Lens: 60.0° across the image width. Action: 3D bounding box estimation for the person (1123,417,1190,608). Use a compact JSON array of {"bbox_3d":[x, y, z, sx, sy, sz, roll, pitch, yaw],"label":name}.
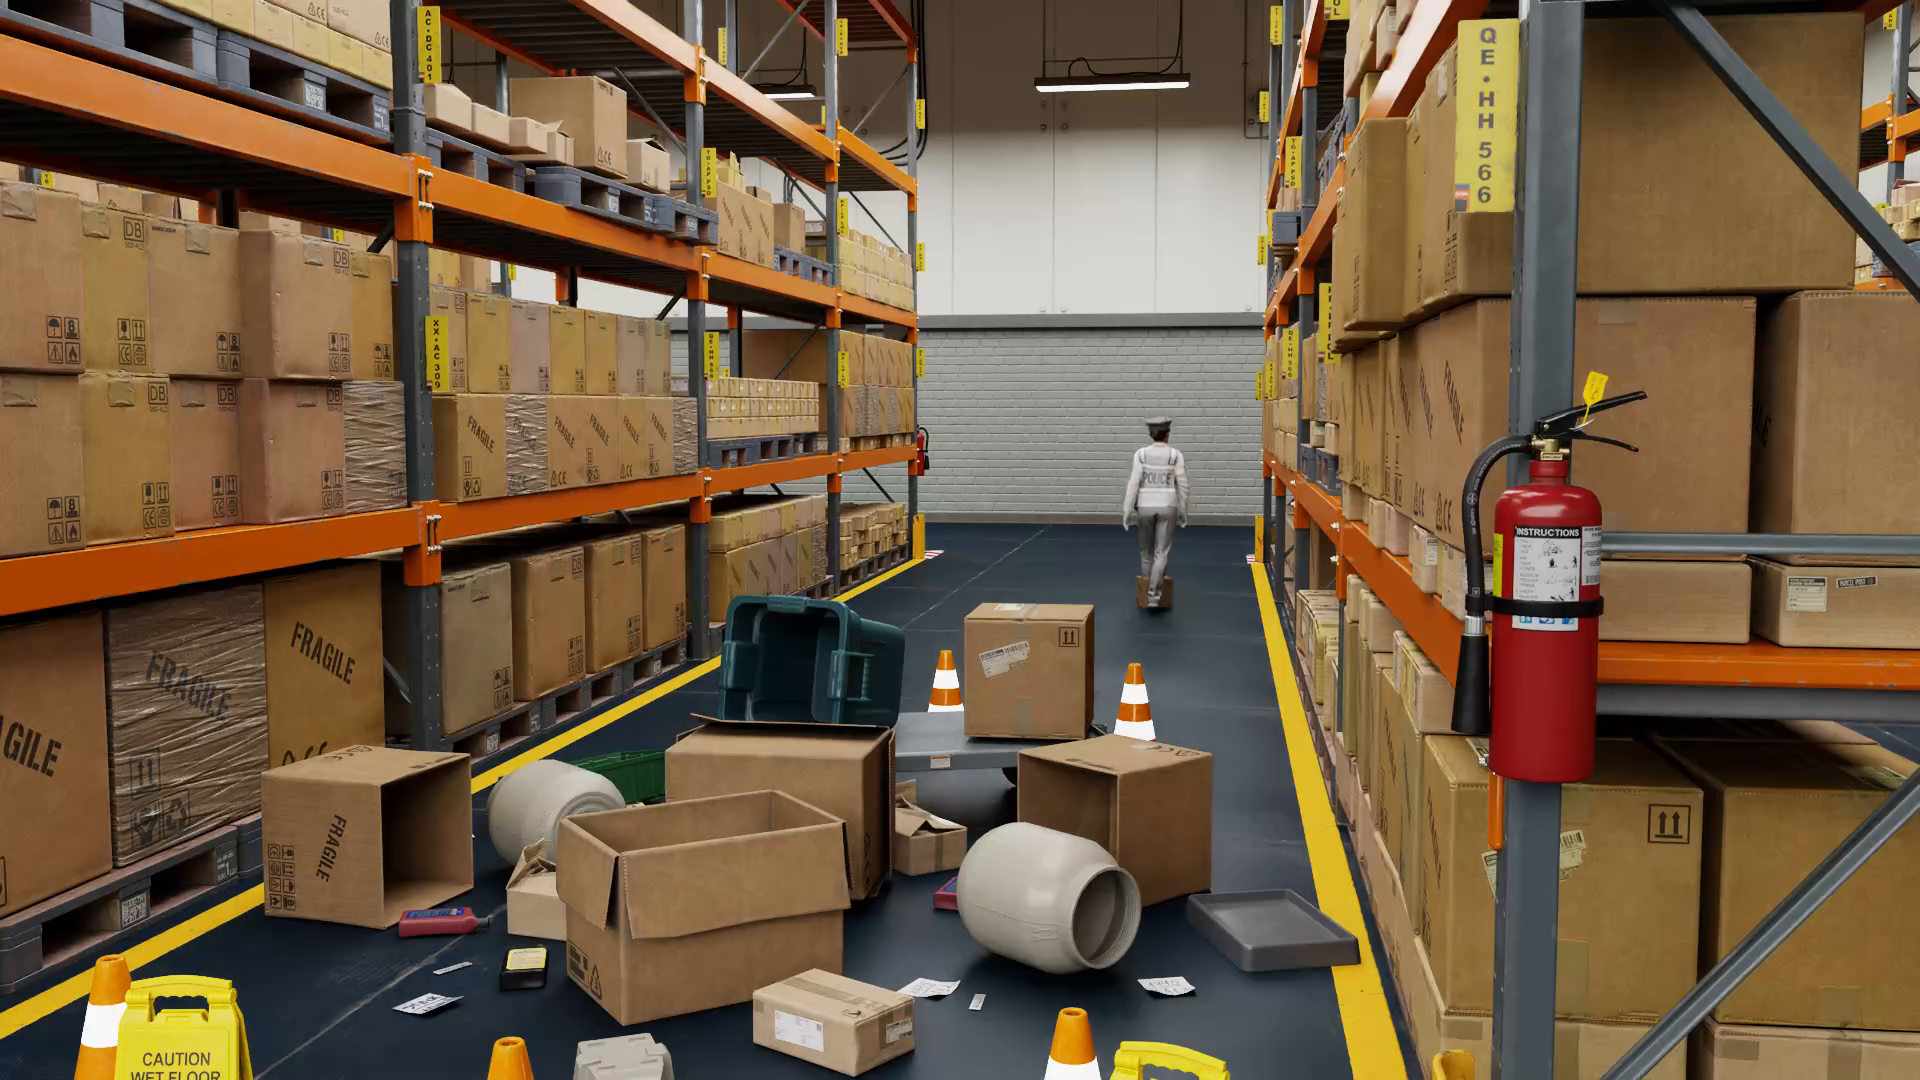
[{"bbox_3d":[1.714,-0.242,14.353,0.549,1.640,0.880,1,5,15],"label":"person"}]
